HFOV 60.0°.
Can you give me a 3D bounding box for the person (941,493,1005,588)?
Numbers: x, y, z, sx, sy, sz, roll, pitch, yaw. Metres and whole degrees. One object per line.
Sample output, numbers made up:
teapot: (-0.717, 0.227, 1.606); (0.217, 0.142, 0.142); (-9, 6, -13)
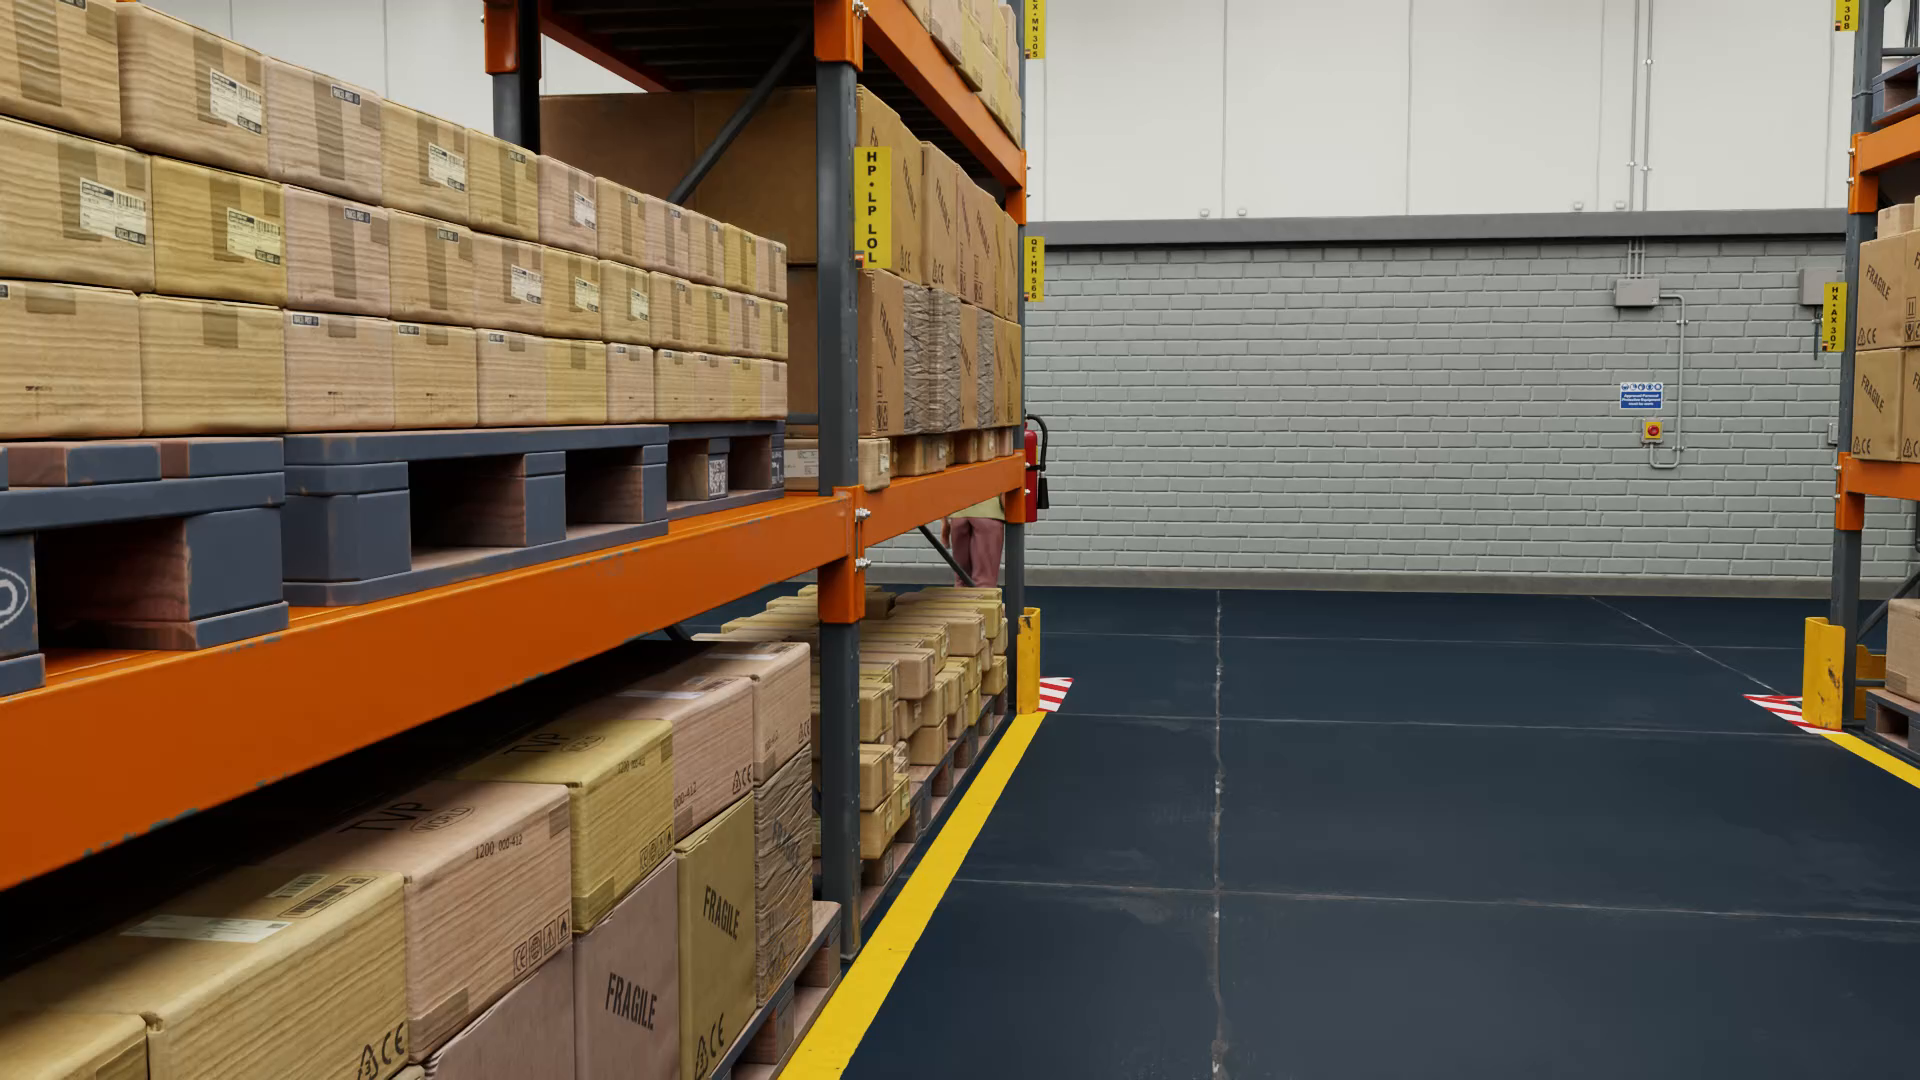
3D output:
person: (0.129, -0.096, 9.980); (0.484, 1.662, 0.620); (3, 5, 29)
